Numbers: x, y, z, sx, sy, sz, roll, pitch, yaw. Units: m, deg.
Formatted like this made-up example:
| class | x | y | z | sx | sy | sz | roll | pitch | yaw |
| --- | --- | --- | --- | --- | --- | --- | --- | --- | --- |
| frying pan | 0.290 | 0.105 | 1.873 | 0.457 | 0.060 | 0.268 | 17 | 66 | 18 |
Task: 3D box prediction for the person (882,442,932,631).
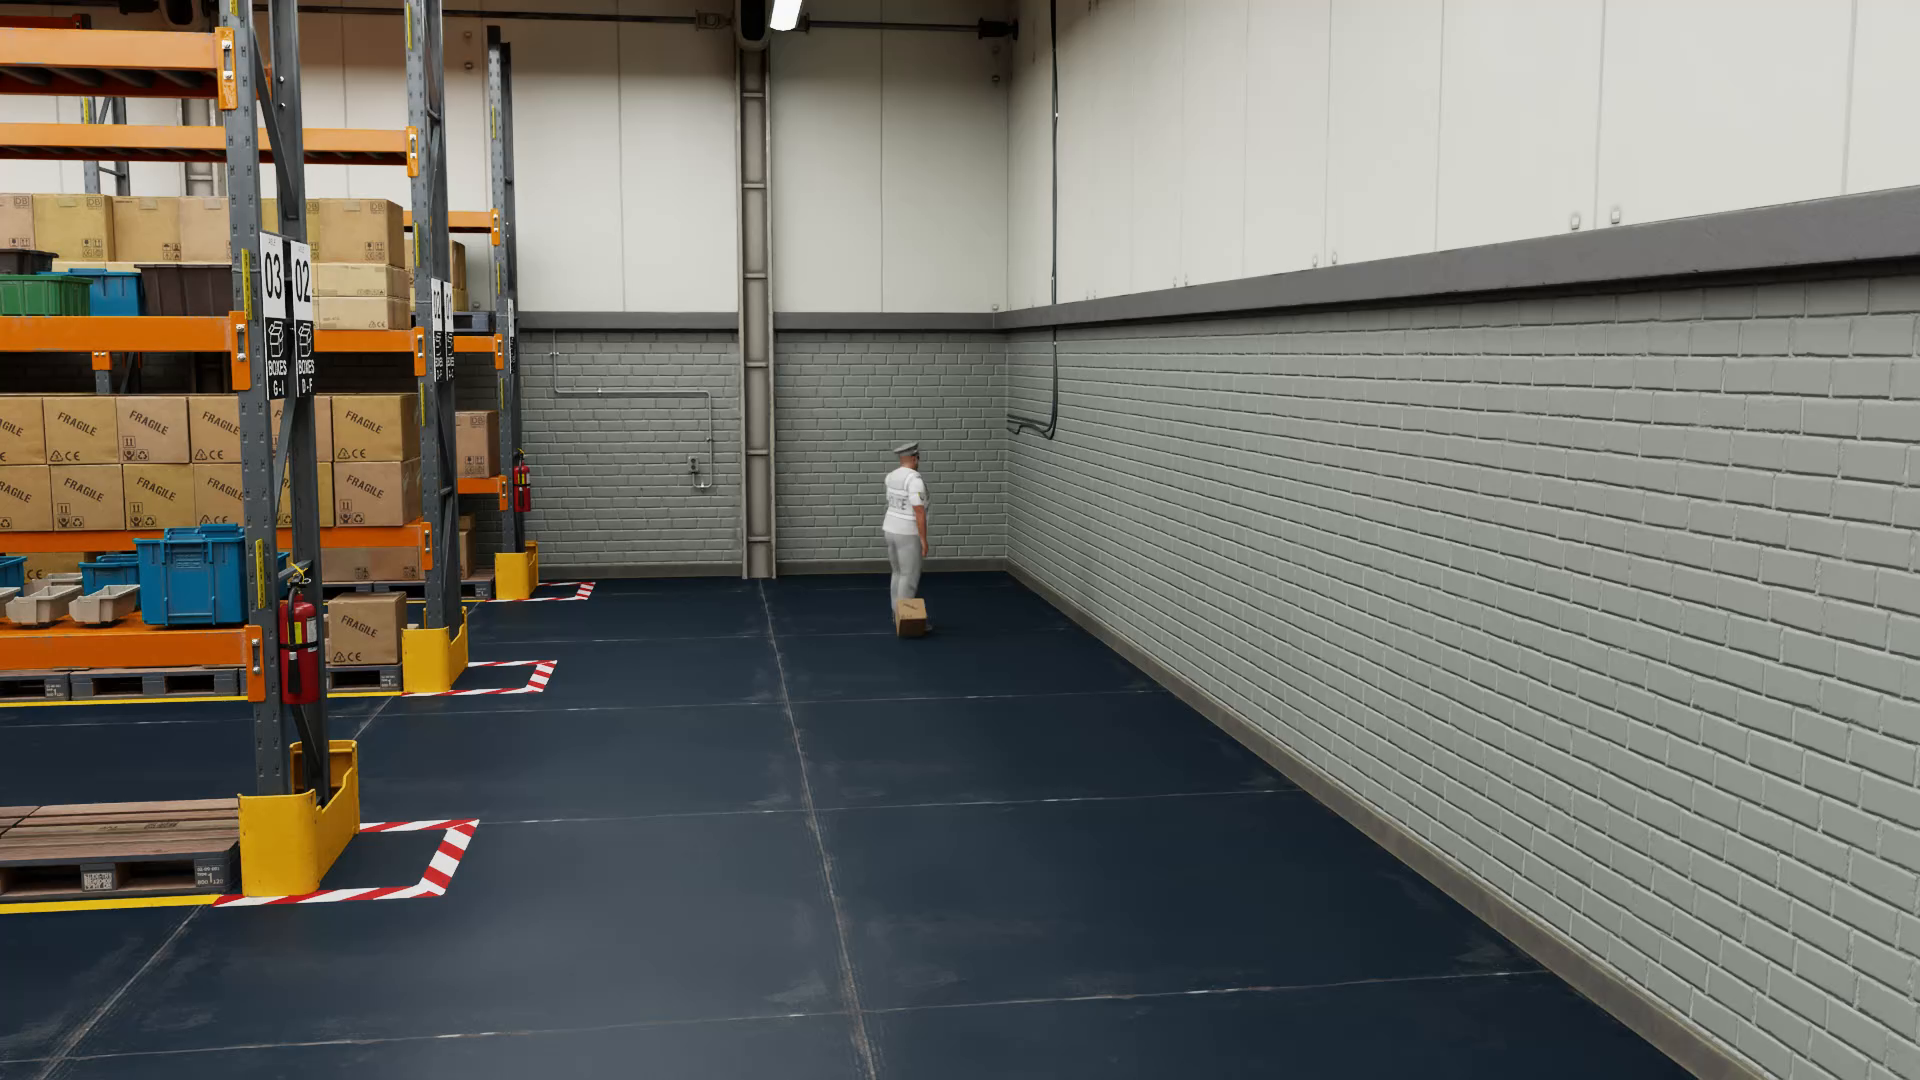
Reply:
| class | x | y | z | sx | sy | sz | roll | pitch | yaw |
| --- | --- | --- | --- | --- | --- | --- | --- | --- | --- |
| person | -0.471 | -0.044 | 15.806 | 0.482 | 1.768 | 0.619 | -4 | 8 | -34 |
